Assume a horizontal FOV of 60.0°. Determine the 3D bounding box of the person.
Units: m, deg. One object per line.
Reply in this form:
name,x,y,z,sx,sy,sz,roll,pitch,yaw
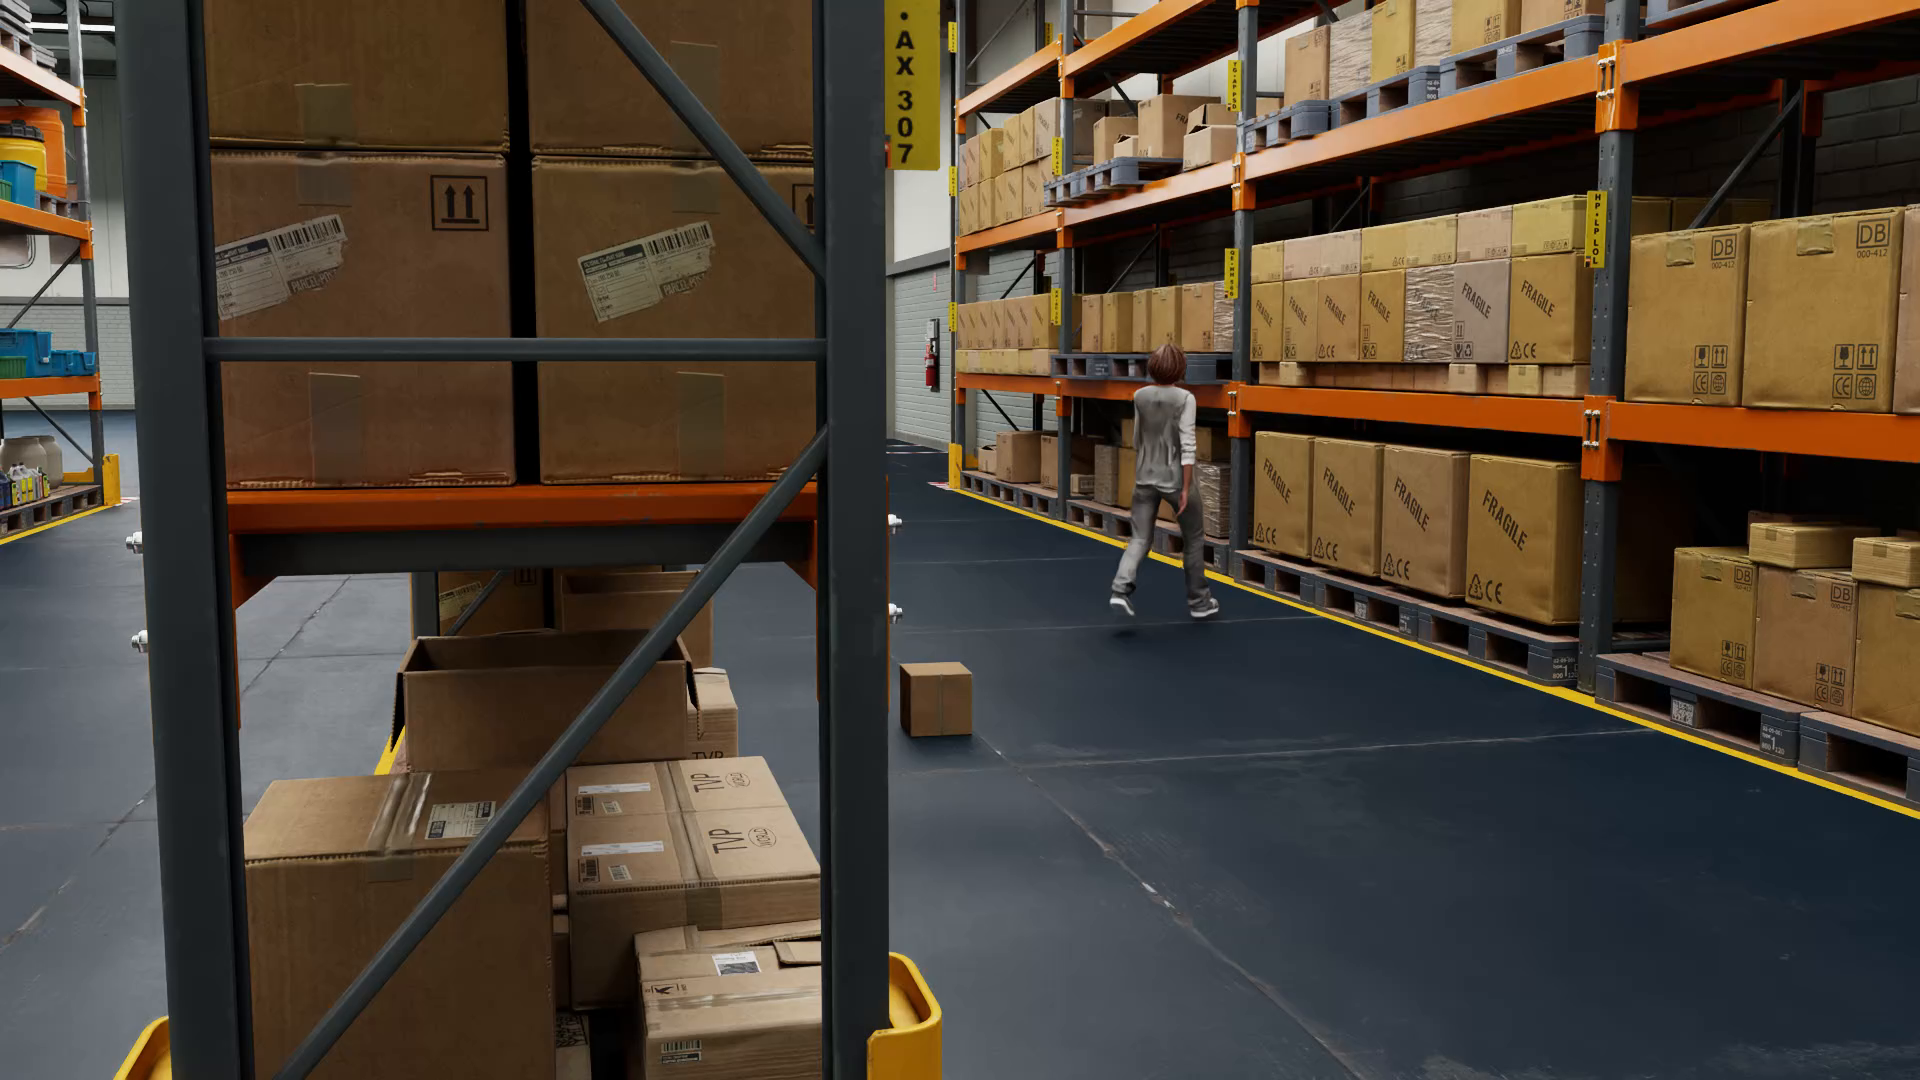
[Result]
person,1.149,-0.316,9.228,0.410,1.543,0.902,3,7,25
